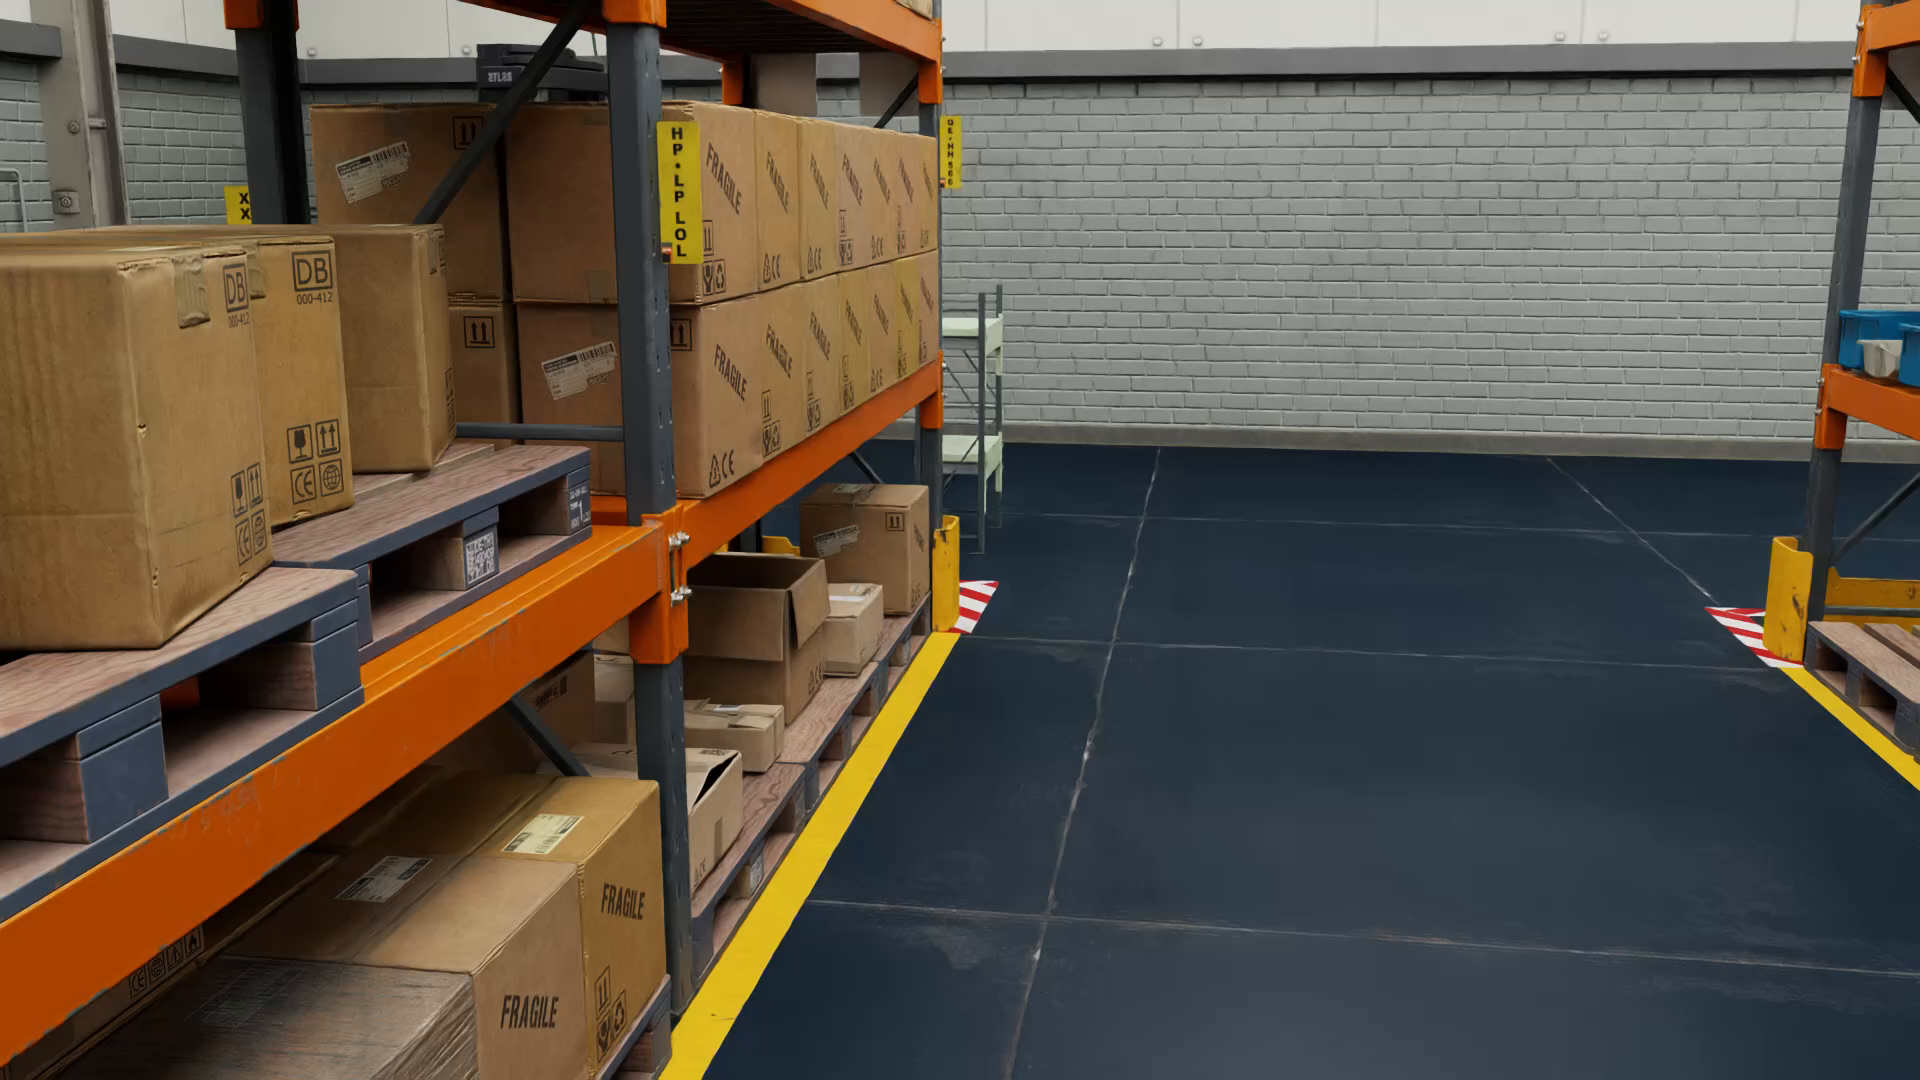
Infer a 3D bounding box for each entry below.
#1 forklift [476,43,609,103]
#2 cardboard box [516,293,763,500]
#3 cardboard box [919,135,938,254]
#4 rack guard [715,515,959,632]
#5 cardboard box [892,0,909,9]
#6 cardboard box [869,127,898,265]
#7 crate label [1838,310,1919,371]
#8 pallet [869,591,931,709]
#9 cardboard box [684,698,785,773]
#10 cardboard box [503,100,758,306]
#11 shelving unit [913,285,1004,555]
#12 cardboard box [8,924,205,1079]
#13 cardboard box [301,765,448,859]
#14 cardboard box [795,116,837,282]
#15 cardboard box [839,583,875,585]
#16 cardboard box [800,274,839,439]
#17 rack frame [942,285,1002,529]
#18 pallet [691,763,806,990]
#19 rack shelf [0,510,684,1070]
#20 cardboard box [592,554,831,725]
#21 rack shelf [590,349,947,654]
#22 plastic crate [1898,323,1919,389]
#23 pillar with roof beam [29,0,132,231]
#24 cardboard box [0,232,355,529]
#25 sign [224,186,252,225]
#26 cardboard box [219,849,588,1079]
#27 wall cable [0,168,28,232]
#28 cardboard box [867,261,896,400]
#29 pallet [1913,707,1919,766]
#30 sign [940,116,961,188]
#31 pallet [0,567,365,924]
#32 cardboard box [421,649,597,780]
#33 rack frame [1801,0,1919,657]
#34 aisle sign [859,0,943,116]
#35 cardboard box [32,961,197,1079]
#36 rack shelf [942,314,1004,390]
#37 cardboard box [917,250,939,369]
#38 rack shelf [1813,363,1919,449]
[{"bbox_3d":[-3.124,-1.718,11.010,3.031,2.935,1.130,5,13,24],"label":"forklift"},{"bbox_3d":[-0.856,-0.409,4.533,0.500,0.500,0.500,2,12,10],"label":"cardboard box"},{"bbox_3d":[-0.385,-1.531,7.368,0.500,0.500,0.500,2,12,8],"label":"cardboard box"},{"bbox_3d":[-0.600,0.143,8.145,1.175,0.500,0.348,2,12,9],"label":"rack guard"},{"bbox_3d":[-0.494,-2.269,6.638,0.500,0.250,0.500,2,12,9],"label":"cardboard box"},{"bbox_3d":[-0.537,-1.318,6.379,0.500,0.500,0.500,2,12,10],"label":"cardboard box"},{"bbox_3d":[3.942,-0.841,7.029,0.416,0.233,0.303,2,12,9],"label":"crate label"},{"bbox_3d":[-0.722,0.450,7.406,1.003,0.211,1.213,2,12,9],"label":"pallet"},{"bbox_3d":[-0.802,0.647,5.554,0.380,0.166,0.250,2,12,9],"label":"cardboard box"},{"bbox_3d":[-0.853,-0.889,4.389,0.500,0.500,0.500,2,12,10],"label":"cardboard box"},{"bbox_3d":[-0.001,-0.732,9.829,0.431,1.500,0.755,2,12,9],"label":"shelving unit"},{"bbox_3d":[-1.672,0.679,2.833,0.500,0.250,0.500,2,12,9],"label":"cardboard box"},{"bbox_3d":[-1.519,0.837,3.878,0.500,0.500,0.500,1,12,6],"label":"cardboard box"},{"bbox_3d":[-0.695,-1.104,5.384,0.500,0.500,0.500,2,12,7],"label":"cardboard box"},{"bbox_3d":[-0.580,0.277,7.268,0.380,0.166,0.250,2,12,9],"label":"cardboard box"},{"bbox_3d":[-0.701,-0.619,5.510,0.500,0.500,0.500,2,12,8],"label":"cardboard box"},{"bbox_3d":[0.055,-0.808,10.182,0.400,1.500,0.023,2,12,9],"label":"rack frame"},{"bbox_3d":[-1.097,0.958,5.049,1.003,0.211,1.213,2,12,9],"label":"pallet"},{"bbox_3d":[-1.511,0.505,2.236,1.077,0.370,4.000,2,12,9],"label":"rack shelf"},{"bbox_3d":[-0.920,0.351,6.124,0.797,0.503,0.637,2,12,9],"label":"cardboard box"},{"bbox_3d":[-0.896,-0.327,6.099,1.077,0.370,4.000,2,12,9],"label":"rack shelf"},{"bbox_3d":[3.841,-0.704,6.394,0.416,0.233,0.300,2,12,9],"label":"plastic crate"},{"bbox_3d":[-1.669,-4.638,10.155,9.100,9.000,0.400,2,12,9],"label":"pillar with roof beam"},{"bbox_3d":[-1.540,-0.280,2.939,0.700,0.500,0.500,4,13,18],"label":"cardboard box"},{"bbox_3d":[-1.741,-0.702,4.075,0.100,0.325,0.005,2,12,9],"label":"sign"},{"bbox_3d":[-1.080,0.959,3.313,0.500,0.500,0.500,2,12,9],"label":"cardboard box"},{"bbox_3d":[-6.221,-2.049,9.969,0.084,1.984,1.851,2,12,9],"label":"wall cable"},{"bbox_3d":[-0.547,-0.830,6.489,0.500,0.500,0.500,2,12,9],"label":"cardboard box"},{"bbox_3d":[3.950,0.853,5.535,1.003,0.211,1.213,2,12,9],"label":"pallet"},{"bbox_3d":[-0.043,-1.794,7.697,0.100,0.325,0.005,2,12,9],"label":"sign"},{"bbox_3d":[-1.524,0.259,2.127,1.003,0.211,1.213,2,12,9],"label":"pallet"},{"bbox_3d":[-1.396,0.617,4.902,0.500,0.500,0.500,2,12,9],"label":"cardboard box"},{"bbox_3d":[4.306,-0.934,7.207,1.000,3.000,0.127,2,12,9],"label":"rack frame"},{"bbox_3d":[-0.275,-2.370,7.701,0.394,0.787,0.004,2,12,9],"label":"aisle sign"},{"bbox_3d":[-1.674,1.052,2.880,0.500,0.500,0.500,2,12,9],"label":"cardboard box"},{"bbox_3d":[-0.001,-1.113,9.747,0.431,0.370,0.720,2,12,9],"label":"rack shelf"},{"bbox_3d":[-0.388,-1.042,7.471,0.500,0.500,0.500,2,12,10],"label":"cardboard box"},{"bbox_3d":[3.998,-0.166,5.351,1.077,0.370,4.000,2,12,9],"label":"rack shelf"}]
